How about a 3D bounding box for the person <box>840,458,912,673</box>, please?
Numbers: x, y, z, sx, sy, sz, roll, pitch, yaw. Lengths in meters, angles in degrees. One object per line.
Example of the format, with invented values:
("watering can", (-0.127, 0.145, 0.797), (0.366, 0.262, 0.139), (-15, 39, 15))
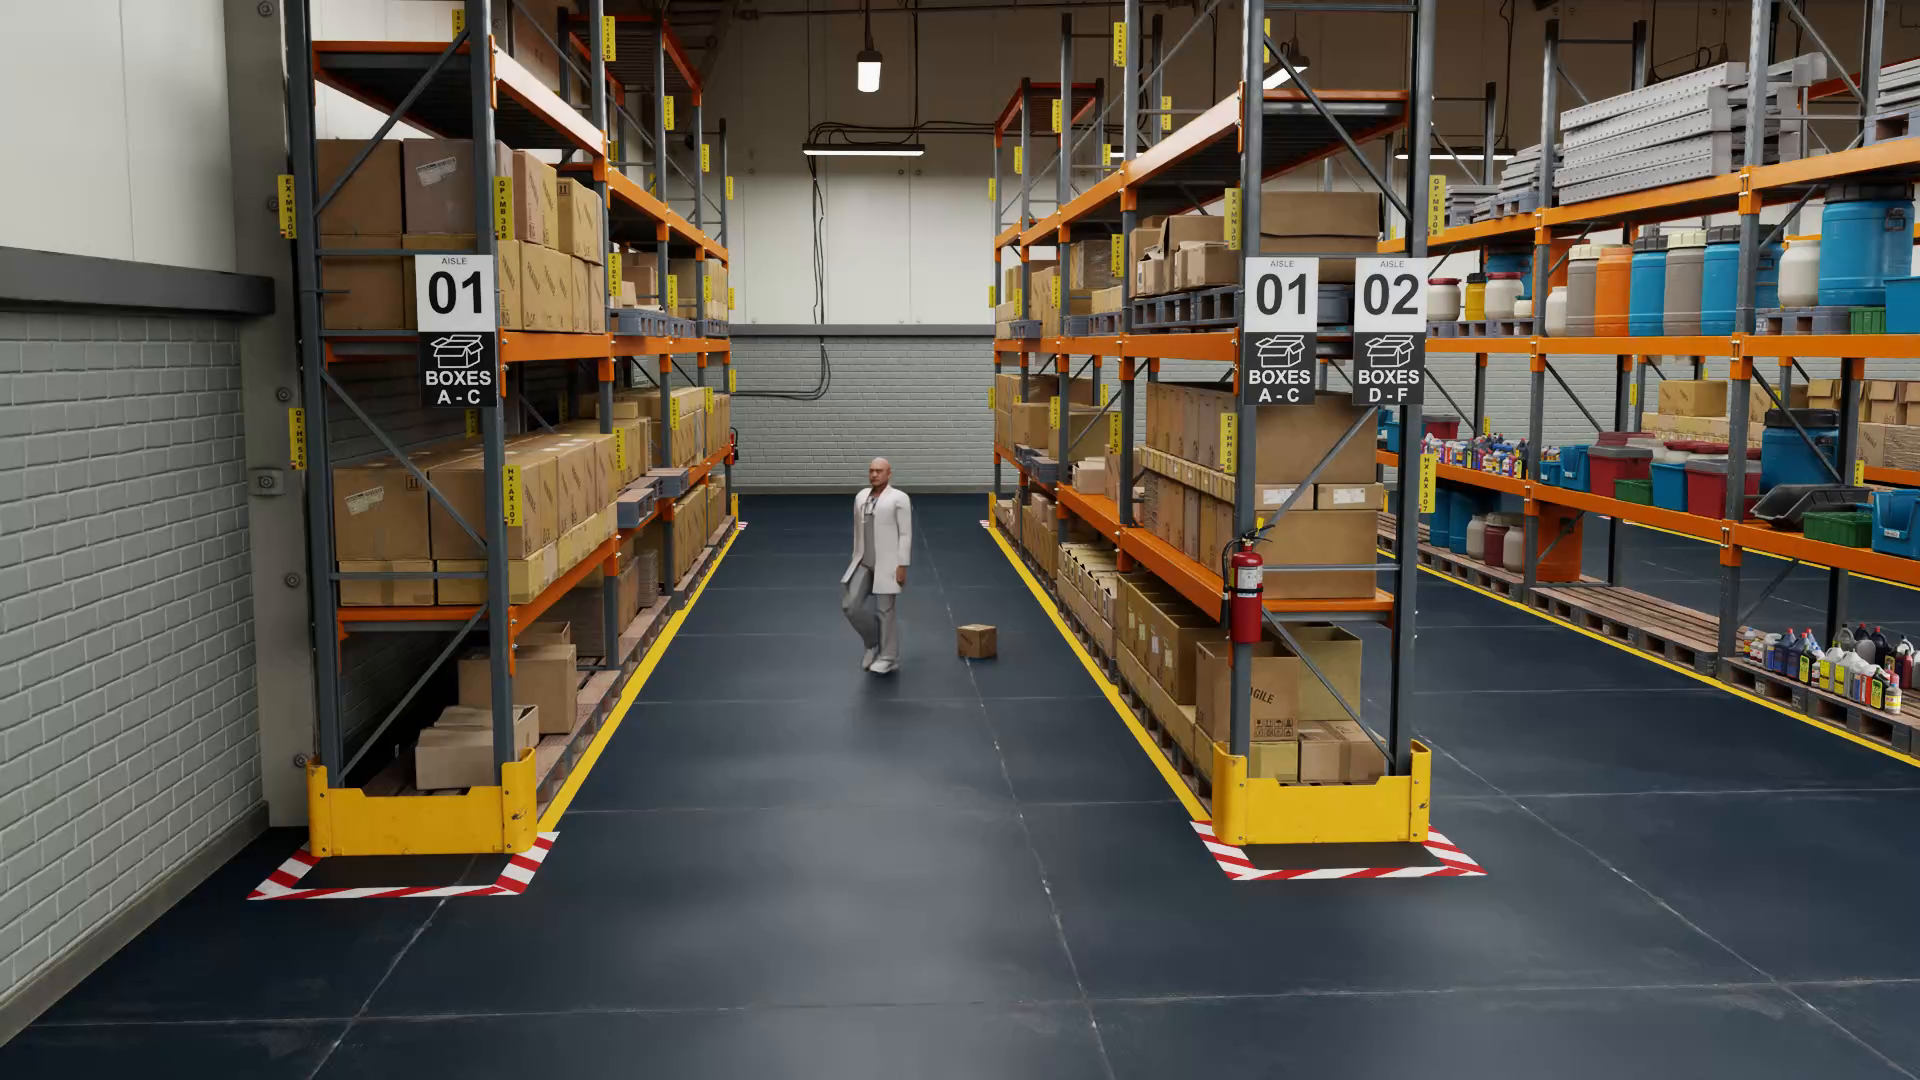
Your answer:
("person", (-0.687, 0.217, 13.743), (0.592, 1.790, 0.499), (4, 8, 28))
